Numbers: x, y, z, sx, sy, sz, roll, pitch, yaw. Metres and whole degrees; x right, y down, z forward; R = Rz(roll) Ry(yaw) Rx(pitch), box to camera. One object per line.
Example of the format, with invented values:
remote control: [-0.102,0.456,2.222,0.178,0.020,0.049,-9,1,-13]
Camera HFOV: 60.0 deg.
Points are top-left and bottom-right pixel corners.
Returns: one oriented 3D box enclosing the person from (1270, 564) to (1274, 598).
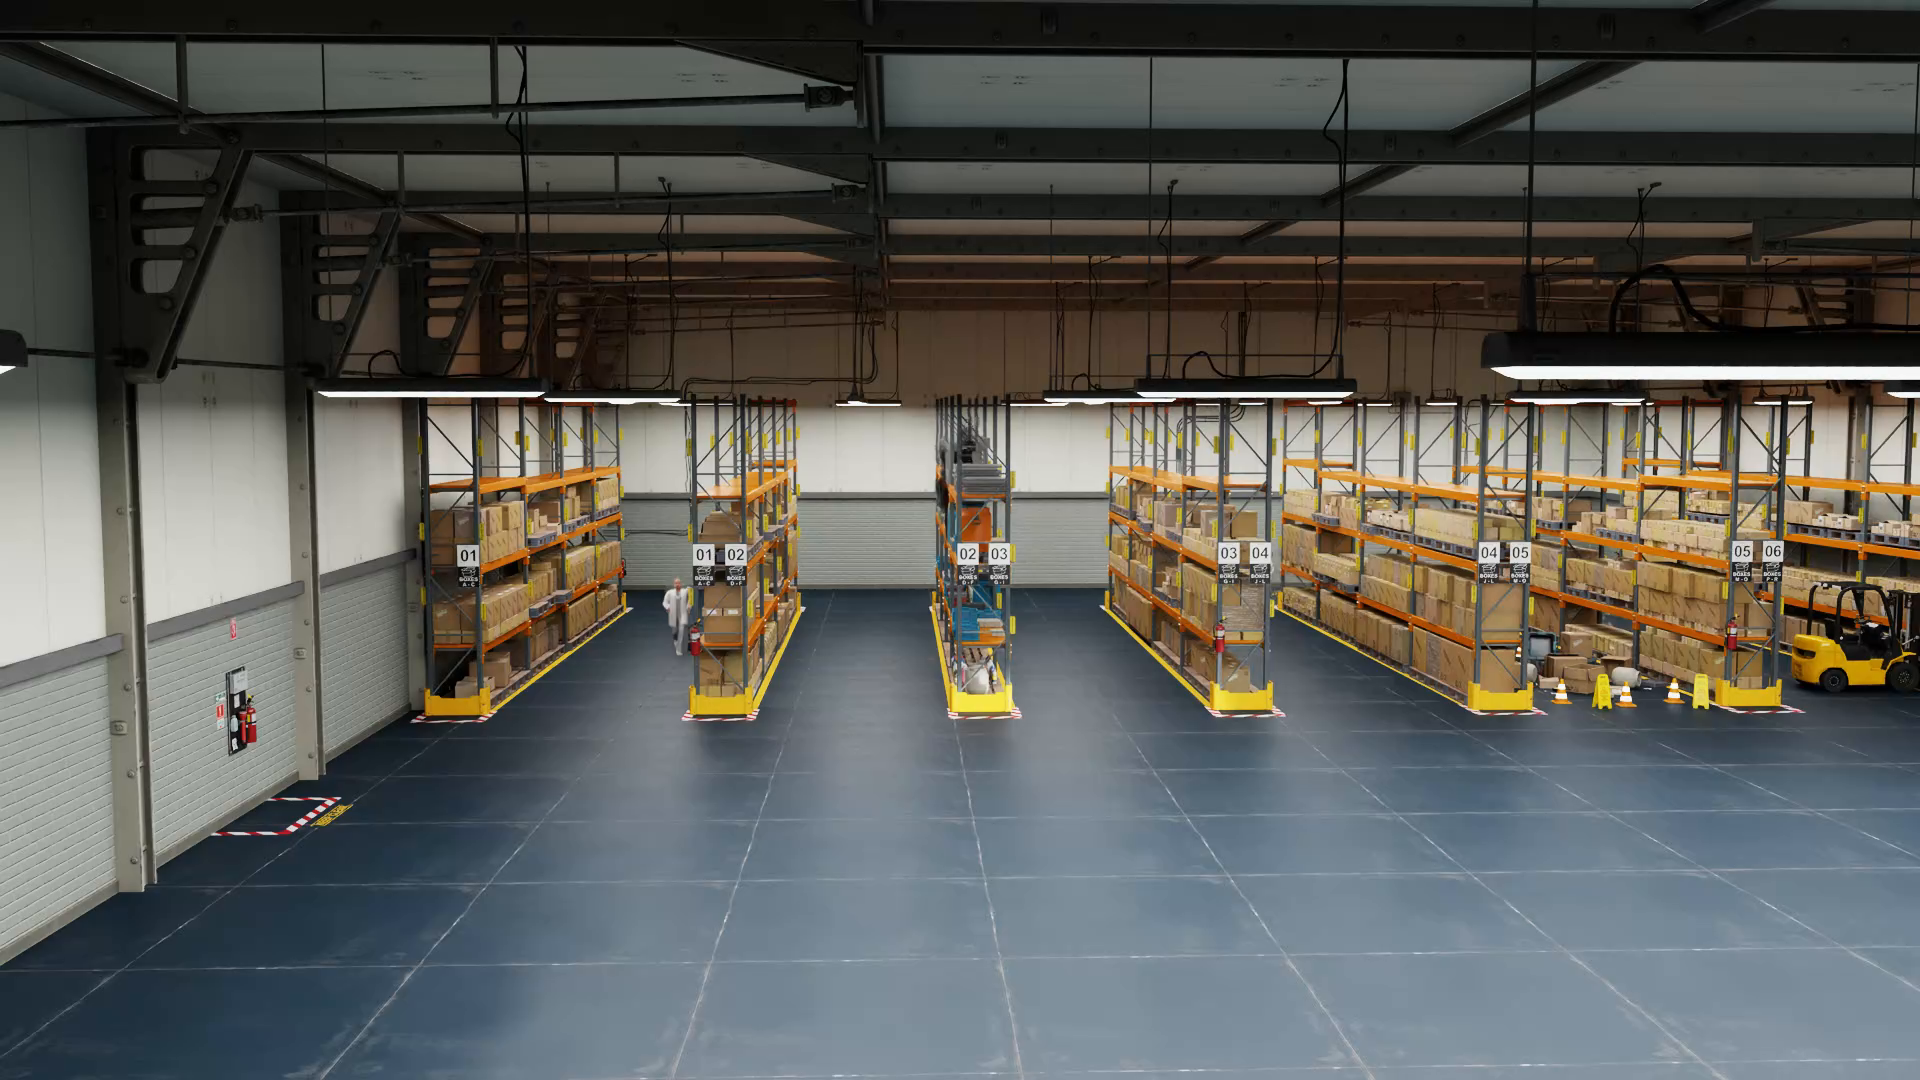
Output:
person: [8.990,1.126,48.900,0.483,1.527,0.595,0,5,-5]

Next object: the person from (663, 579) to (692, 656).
person: [-6.596,1.831,38.982,0.710,1.690,0.944,-1,5,-8]
